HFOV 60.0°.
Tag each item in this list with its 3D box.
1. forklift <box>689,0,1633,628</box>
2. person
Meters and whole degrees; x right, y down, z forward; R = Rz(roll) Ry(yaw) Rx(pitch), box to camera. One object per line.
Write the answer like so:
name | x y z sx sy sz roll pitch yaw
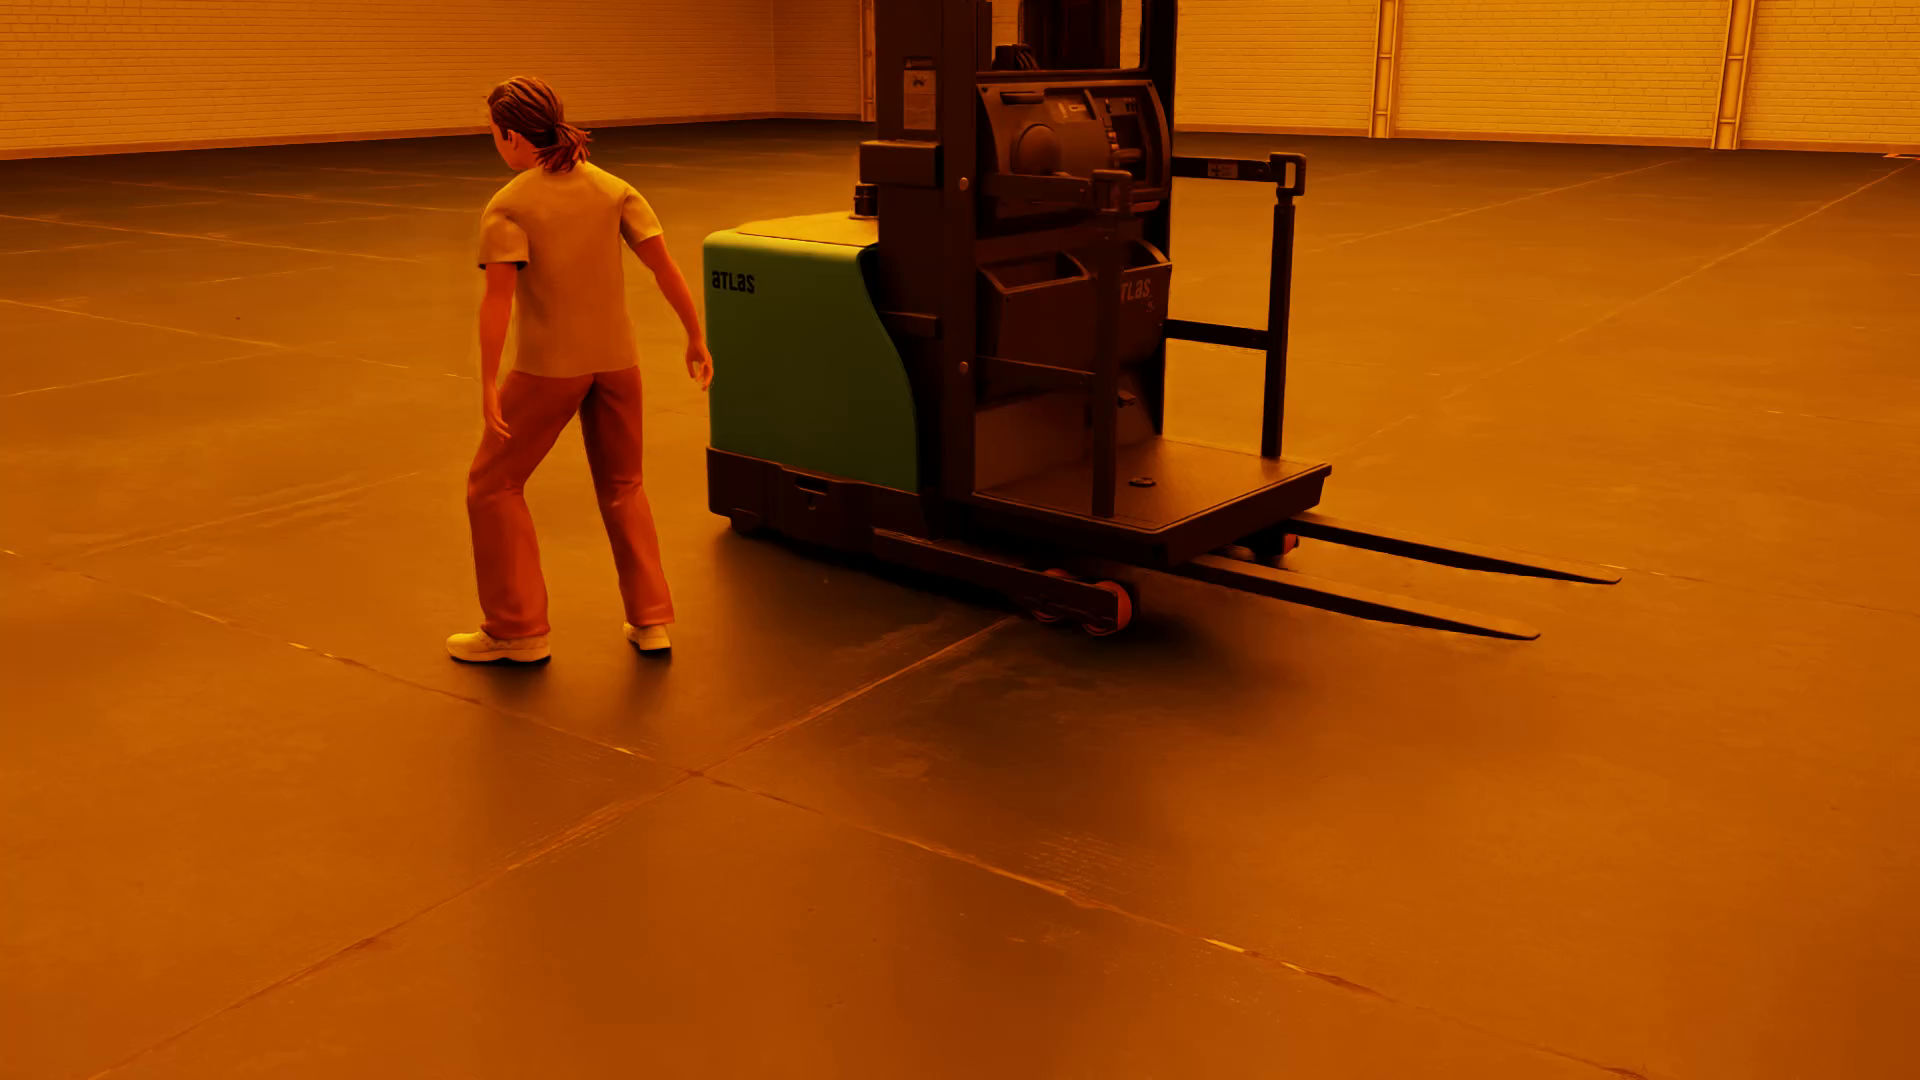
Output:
forklift | 0.599 -1.311 5.217 3.031 2.935 1.130 9 19 28
person | -1.070 -0.467 4.672 0.790 1.646 0.383 -13 21 -36
